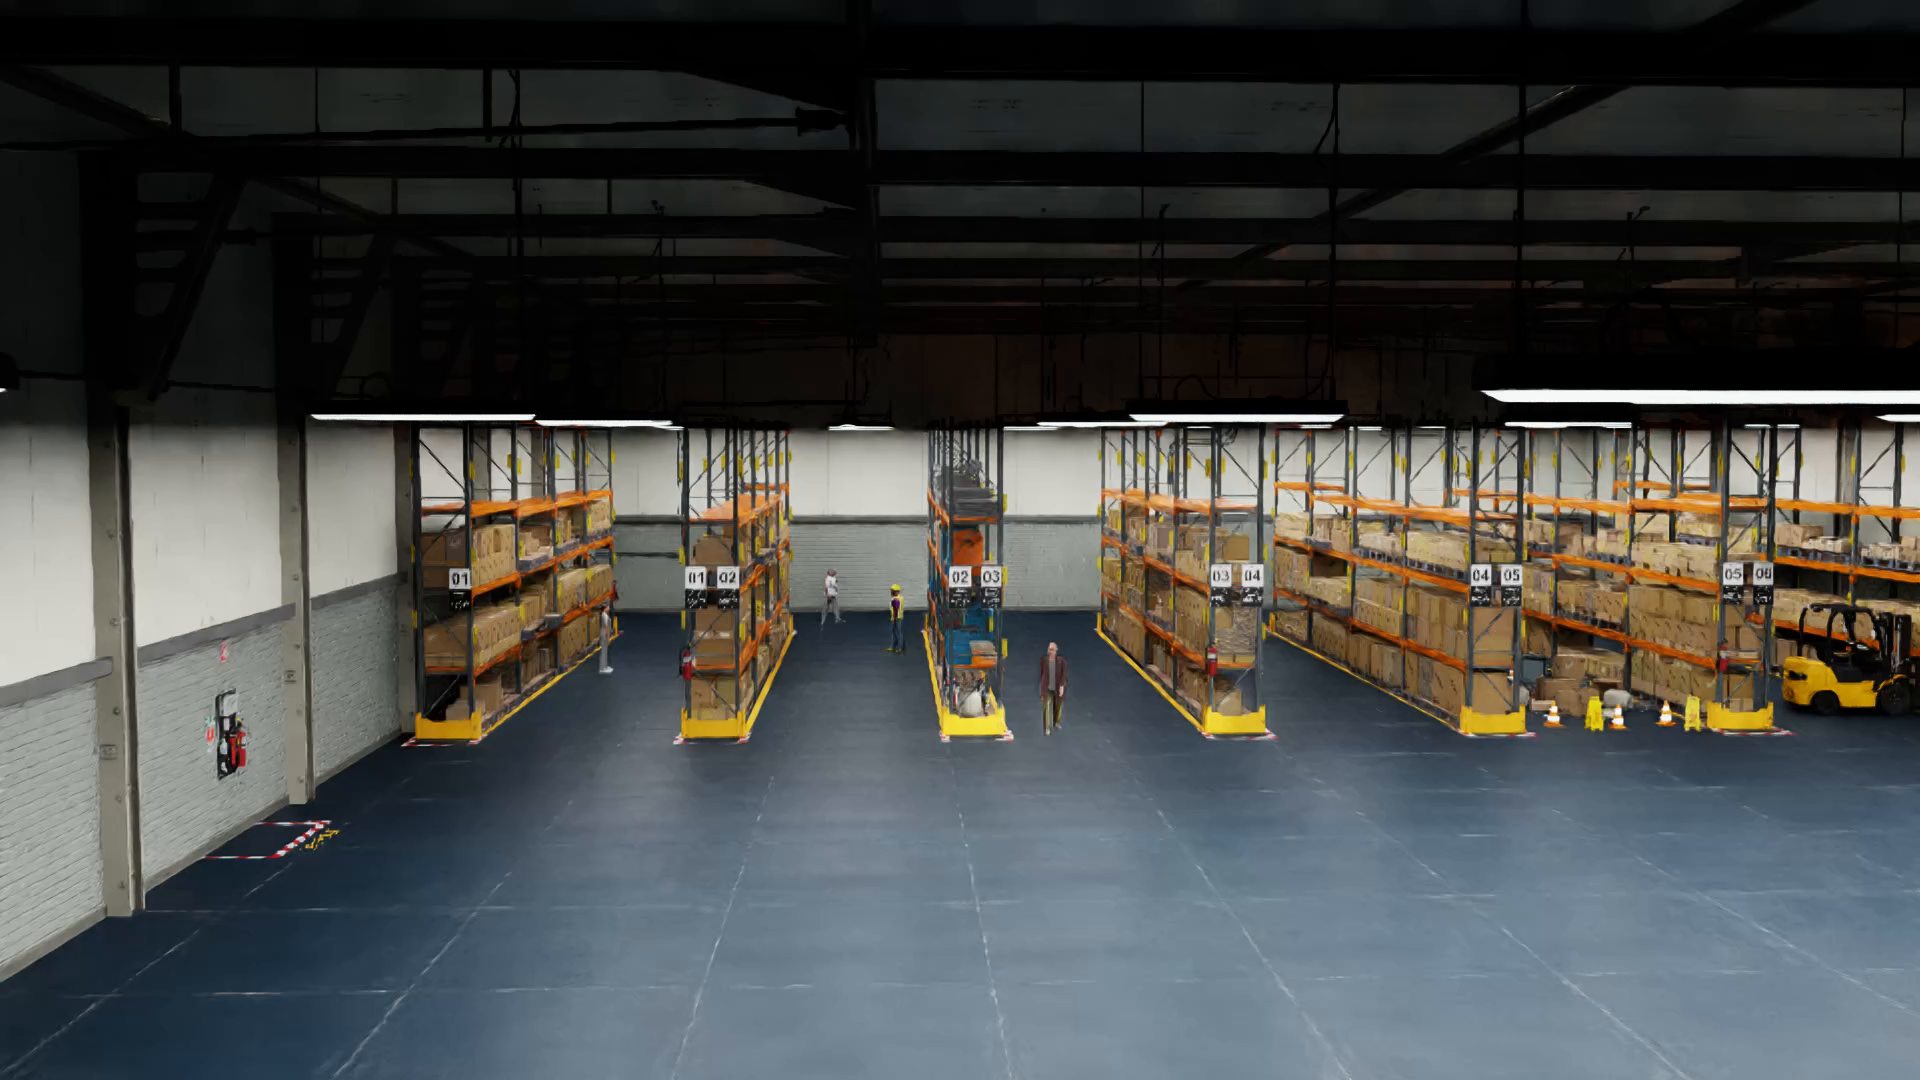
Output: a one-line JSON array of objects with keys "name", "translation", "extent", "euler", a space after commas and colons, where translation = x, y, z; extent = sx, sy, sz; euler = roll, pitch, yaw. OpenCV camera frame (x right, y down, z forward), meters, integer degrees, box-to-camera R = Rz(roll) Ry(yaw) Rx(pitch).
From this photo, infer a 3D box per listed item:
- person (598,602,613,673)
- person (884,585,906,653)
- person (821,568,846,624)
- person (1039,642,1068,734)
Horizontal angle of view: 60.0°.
[{"name": "person", "translation": [-8.405, 2.292, 39.474], "extent": [0.389, 1.676, 0.556], "euler": [-2, 4, -24]}, {"name": "person", "translation": [-1.687, 2.027, 42.991], "extent": [0.618, 1.760, 0.797], "euler": [1, 4, 8]}, {"name": "person", "translation": [-3.820, 1.646, 49.567], "extent": [0.559, 1.671, 0.700], "euler": [3, 5, 36]}, {"name": "person", "translation": [1.770, 2.784, 31.511], "extent": [0.551, 1.725, 1.089], "euler": [0, 4, 3]}]
